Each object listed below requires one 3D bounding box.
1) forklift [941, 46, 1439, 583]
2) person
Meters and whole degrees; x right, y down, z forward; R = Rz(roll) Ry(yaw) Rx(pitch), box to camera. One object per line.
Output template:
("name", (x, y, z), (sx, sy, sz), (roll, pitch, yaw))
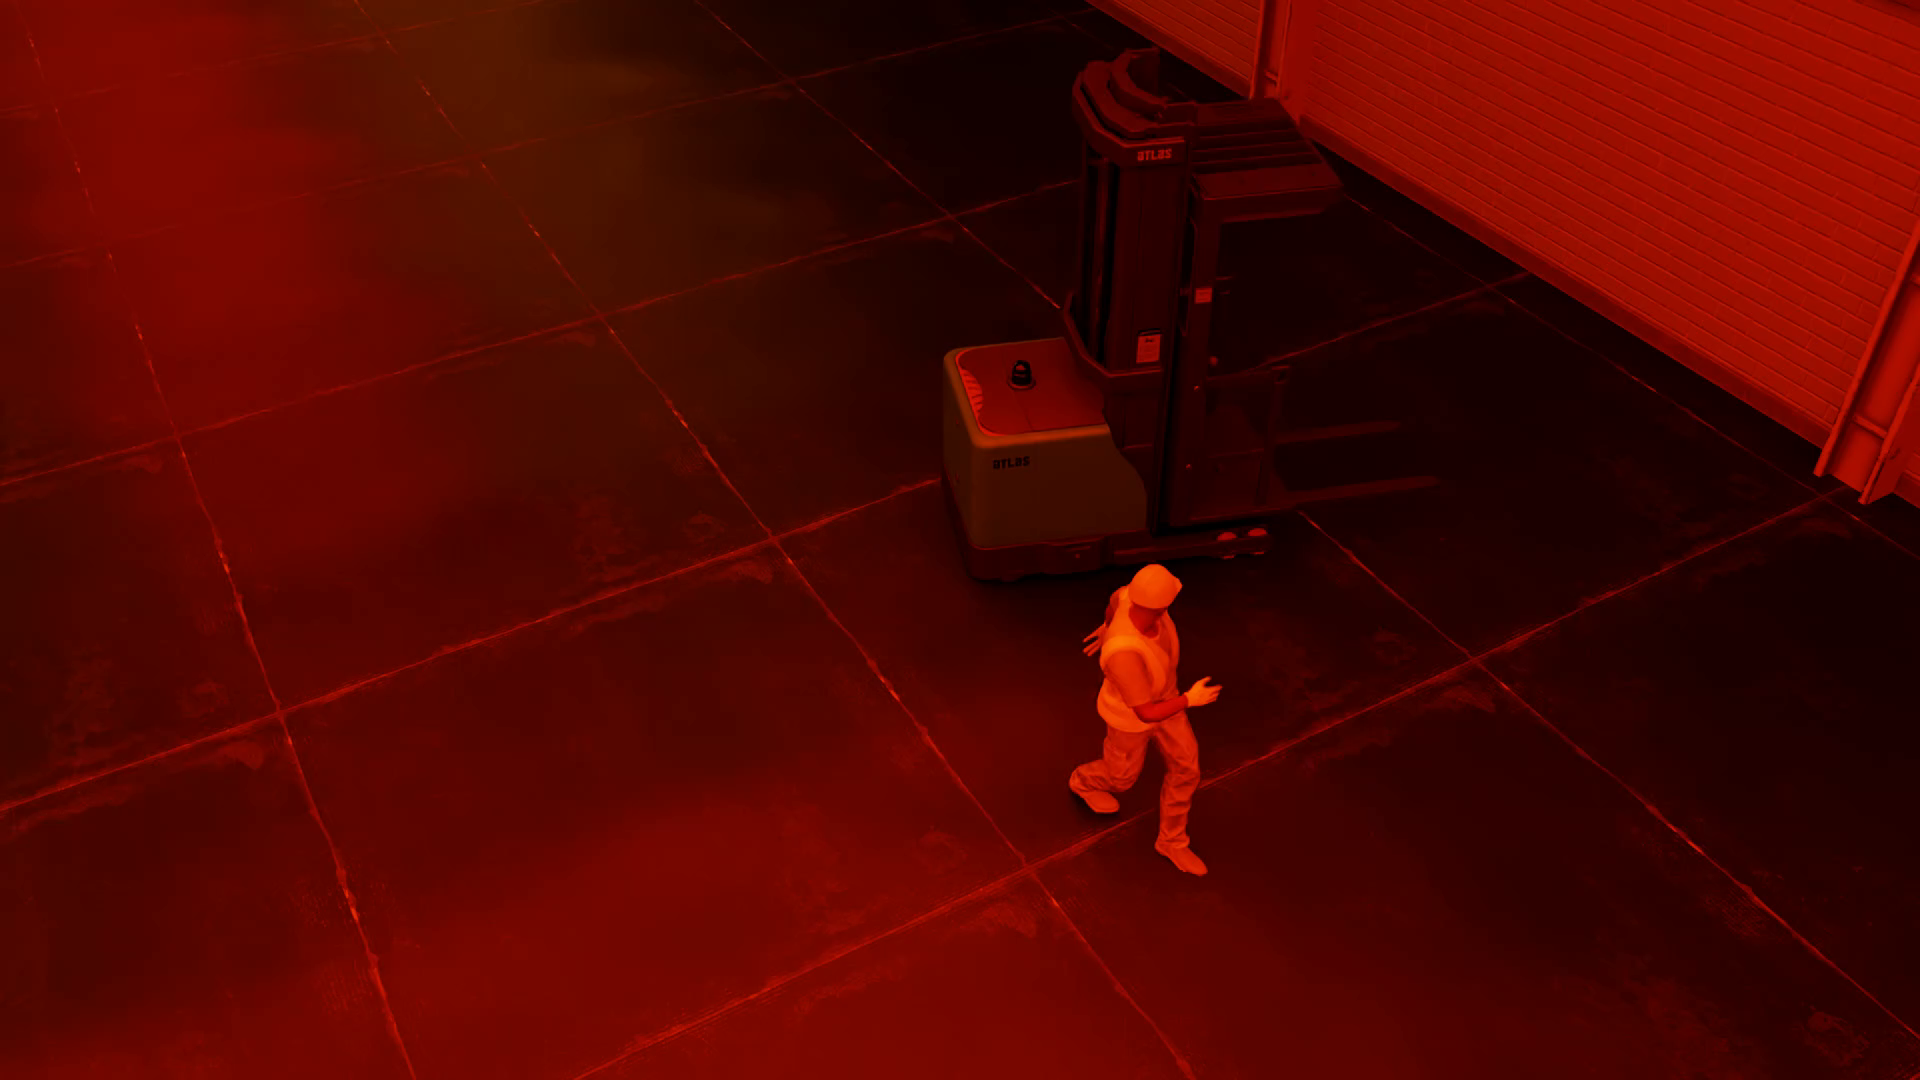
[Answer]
("forklift", (1.452, -1.337, 9.648), (3.031, 2.935, 1.130), (-7, 40, -9))
("person", (0.878, 0.812, 8.049), (0.992, 1.721, 0.571), (29, 48, 31))
